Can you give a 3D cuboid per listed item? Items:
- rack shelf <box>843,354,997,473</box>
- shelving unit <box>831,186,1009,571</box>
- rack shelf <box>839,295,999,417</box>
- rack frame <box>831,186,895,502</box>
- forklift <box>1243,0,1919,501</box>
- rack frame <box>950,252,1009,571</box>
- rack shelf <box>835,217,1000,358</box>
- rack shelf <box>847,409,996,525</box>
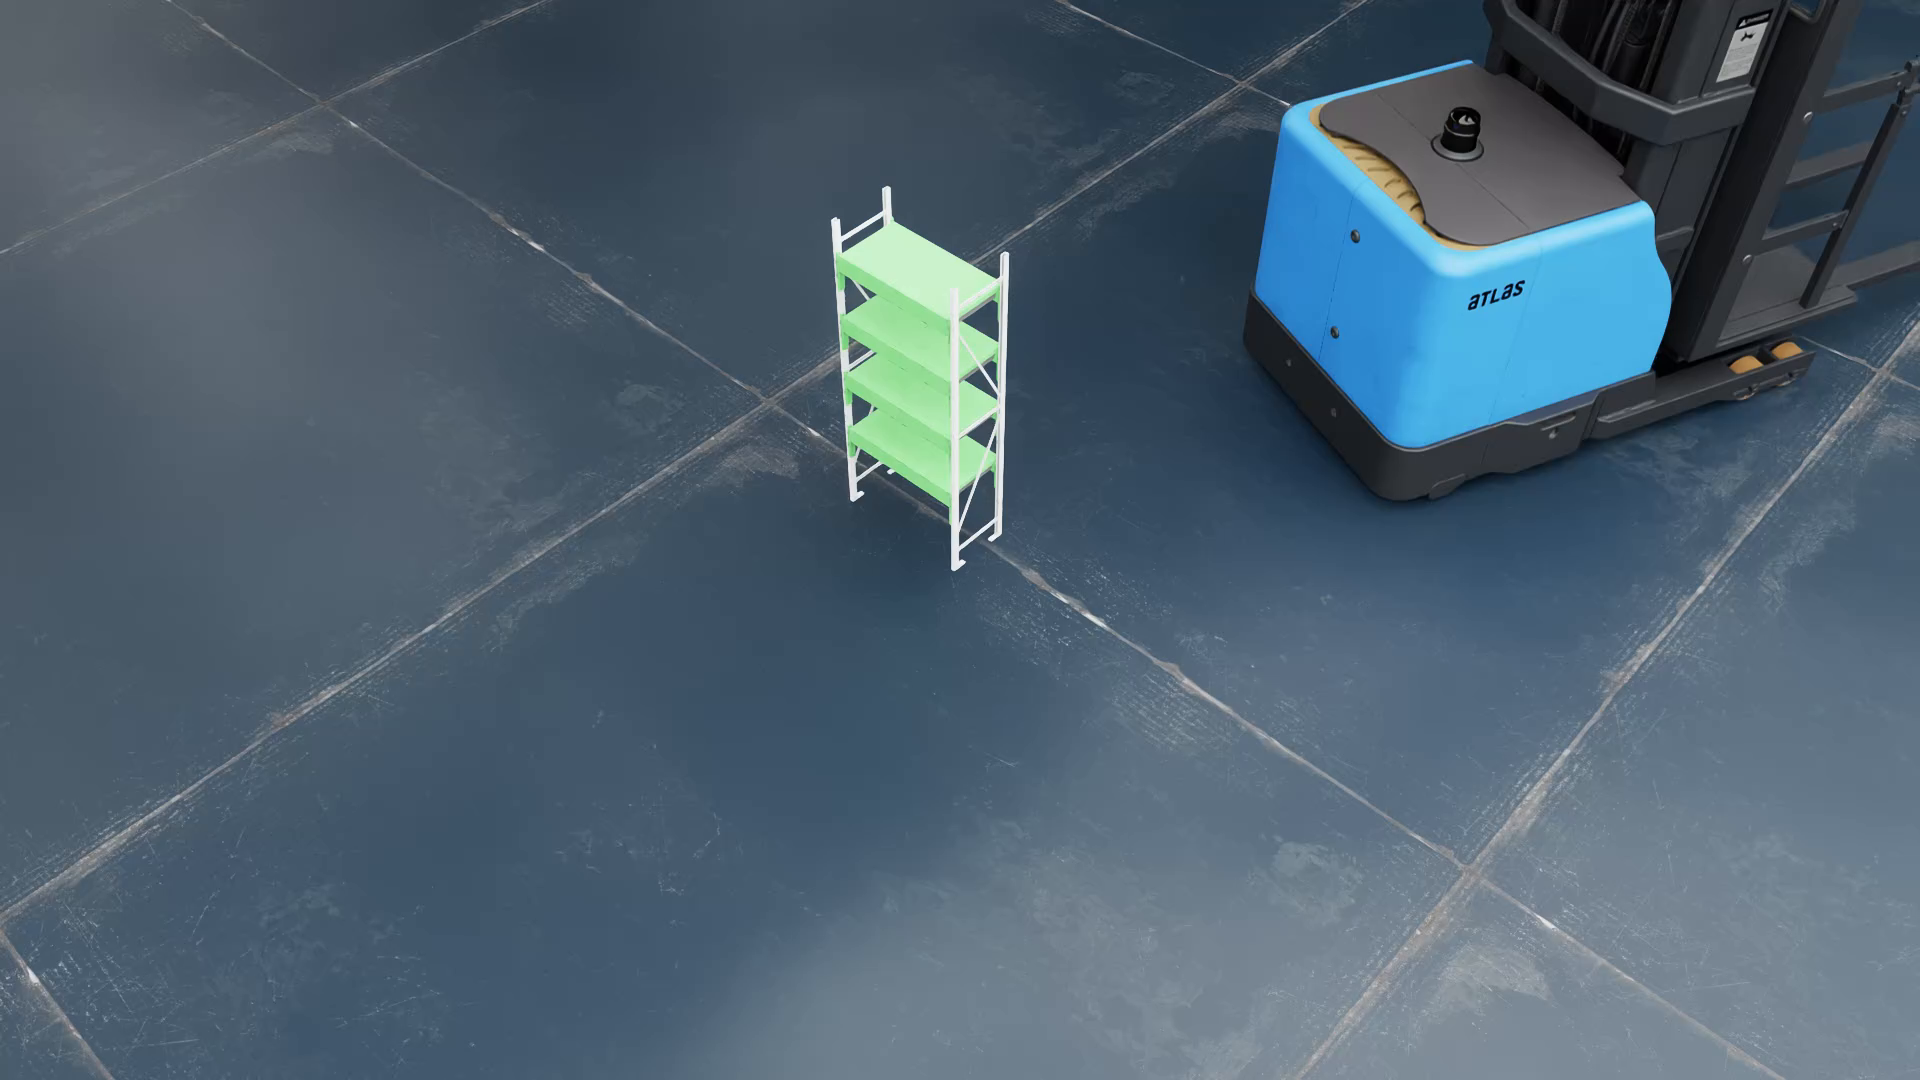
[{"bbox_3d":[-0.122,-0.449,5.436,0.480,0.148,0.258,34,55,28],"label":"rack shelf"},{"bbox_3d":[-0.122,-0.493,5.389,0.503,1.200,0.258,34,55,28],"label":"shelving unit"},{"bbox_3d":[-0.122,-0.613,5.261,0.480,0.148,0.258,34,55,28],"label":"rack shelf"},{"bbox_3d":[-0.301,-0.613,5.503,0.015,1.200,0.240,34,55,28],"label":"rack frame"},{"bbox_3d":[2.646,-1.863,5.489,3.031,2.935,1.130,-18,49,-16],"label":"forklift"},{"bbox_3d":[0.058,-0.372,5.276,0.015,1.200,0.240,34,55,28],"label":"rack frame"},{"bbox_3d":[-0.122,-0.777,5.086,0.480,0.148,0.258,34,55,28],"label":"rack shelf"},{"bbox_3d":[-0.122,-0.285,5.611,0.480,0.148,0.258,34,55,28],"label":"rack shelf"}]
